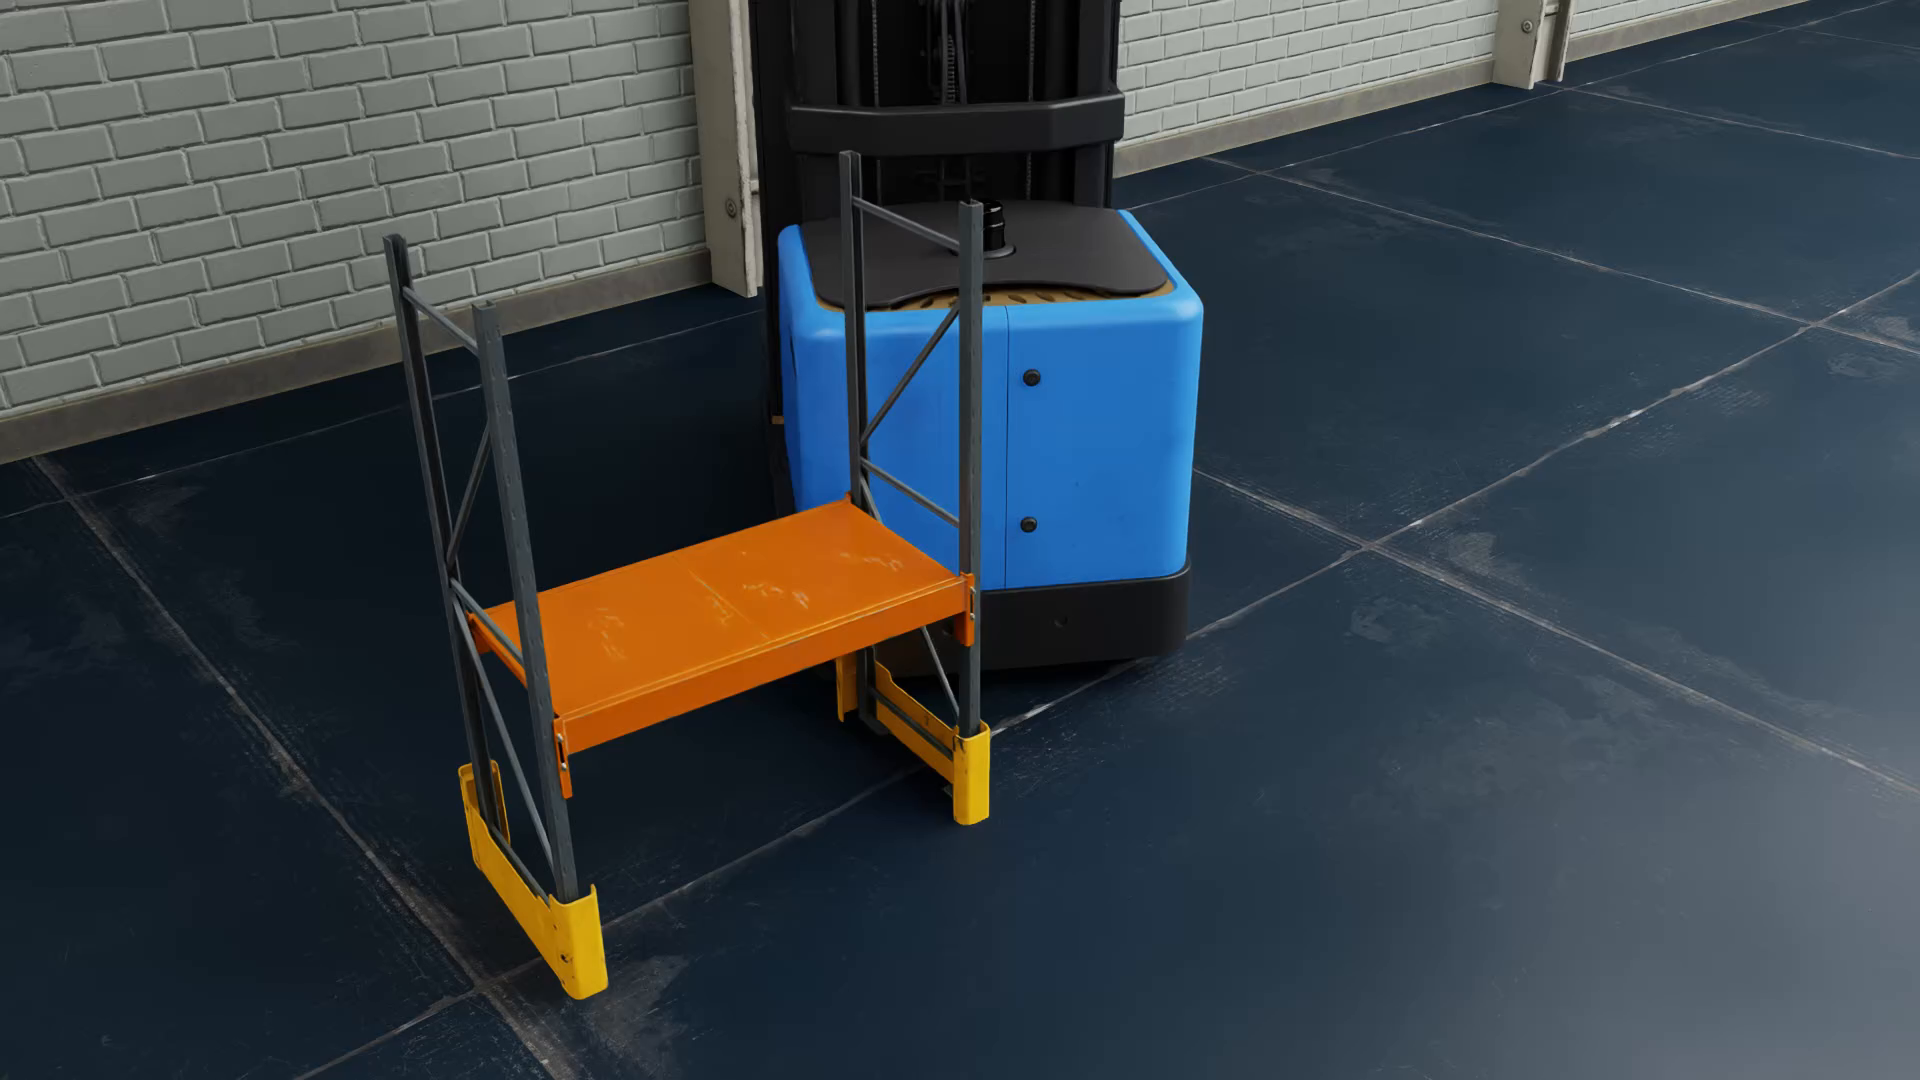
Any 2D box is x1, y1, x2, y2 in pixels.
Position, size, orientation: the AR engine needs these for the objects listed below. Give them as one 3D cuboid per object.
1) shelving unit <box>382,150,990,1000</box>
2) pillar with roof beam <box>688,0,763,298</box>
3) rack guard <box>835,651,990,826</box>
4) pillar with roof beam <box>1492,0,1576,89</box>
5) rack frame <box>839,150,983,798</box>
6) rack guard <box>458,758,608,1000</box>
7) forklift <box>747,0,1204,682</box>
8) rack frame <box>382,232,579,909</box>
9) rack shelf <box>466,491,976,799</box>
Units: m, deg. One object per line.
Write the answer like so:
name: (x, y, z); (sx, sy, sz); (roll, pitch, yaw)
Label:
shelving unit: (-0.531, 0.039, 3.586); (1.083, 1.500, 0.587); (-19, 33, -31)
pillar with roof beam: (1.921, -3.592, 2.423); (0.400, 9.000, 9.100); (-22, 35, -35)
rack guard: (-0.126, 0.454, 4.136); (0.087, 0.250, 0.587); (-19, 33, -31)
pillar with roof beam: (6.486, -5.427, 5.858); (0.400, 9.000, 9.100); (-22, 35, -35)
rack frame: (-0.110, -0.103, 3.851); (0.032, 1.500, 0.500); (-19, 33, -31)
rack guard: (-0.936, 0.727, 3.625); (0.087, 0.250, 0.587); (-19, 33, -31)
forklift: (-0.112, -1.589, 5.113); (1.130, 2.935, 3.031); (-4, 28, -8)
rack frame: (-0.937, 0.176, 3.329); (0.032, 1.500, 0.500); (-19, 33, -31)
rack shelf: (-0.524, 0.195, 3.675); (1.000, 0.185, 0.538); (-19, 33, -31)
